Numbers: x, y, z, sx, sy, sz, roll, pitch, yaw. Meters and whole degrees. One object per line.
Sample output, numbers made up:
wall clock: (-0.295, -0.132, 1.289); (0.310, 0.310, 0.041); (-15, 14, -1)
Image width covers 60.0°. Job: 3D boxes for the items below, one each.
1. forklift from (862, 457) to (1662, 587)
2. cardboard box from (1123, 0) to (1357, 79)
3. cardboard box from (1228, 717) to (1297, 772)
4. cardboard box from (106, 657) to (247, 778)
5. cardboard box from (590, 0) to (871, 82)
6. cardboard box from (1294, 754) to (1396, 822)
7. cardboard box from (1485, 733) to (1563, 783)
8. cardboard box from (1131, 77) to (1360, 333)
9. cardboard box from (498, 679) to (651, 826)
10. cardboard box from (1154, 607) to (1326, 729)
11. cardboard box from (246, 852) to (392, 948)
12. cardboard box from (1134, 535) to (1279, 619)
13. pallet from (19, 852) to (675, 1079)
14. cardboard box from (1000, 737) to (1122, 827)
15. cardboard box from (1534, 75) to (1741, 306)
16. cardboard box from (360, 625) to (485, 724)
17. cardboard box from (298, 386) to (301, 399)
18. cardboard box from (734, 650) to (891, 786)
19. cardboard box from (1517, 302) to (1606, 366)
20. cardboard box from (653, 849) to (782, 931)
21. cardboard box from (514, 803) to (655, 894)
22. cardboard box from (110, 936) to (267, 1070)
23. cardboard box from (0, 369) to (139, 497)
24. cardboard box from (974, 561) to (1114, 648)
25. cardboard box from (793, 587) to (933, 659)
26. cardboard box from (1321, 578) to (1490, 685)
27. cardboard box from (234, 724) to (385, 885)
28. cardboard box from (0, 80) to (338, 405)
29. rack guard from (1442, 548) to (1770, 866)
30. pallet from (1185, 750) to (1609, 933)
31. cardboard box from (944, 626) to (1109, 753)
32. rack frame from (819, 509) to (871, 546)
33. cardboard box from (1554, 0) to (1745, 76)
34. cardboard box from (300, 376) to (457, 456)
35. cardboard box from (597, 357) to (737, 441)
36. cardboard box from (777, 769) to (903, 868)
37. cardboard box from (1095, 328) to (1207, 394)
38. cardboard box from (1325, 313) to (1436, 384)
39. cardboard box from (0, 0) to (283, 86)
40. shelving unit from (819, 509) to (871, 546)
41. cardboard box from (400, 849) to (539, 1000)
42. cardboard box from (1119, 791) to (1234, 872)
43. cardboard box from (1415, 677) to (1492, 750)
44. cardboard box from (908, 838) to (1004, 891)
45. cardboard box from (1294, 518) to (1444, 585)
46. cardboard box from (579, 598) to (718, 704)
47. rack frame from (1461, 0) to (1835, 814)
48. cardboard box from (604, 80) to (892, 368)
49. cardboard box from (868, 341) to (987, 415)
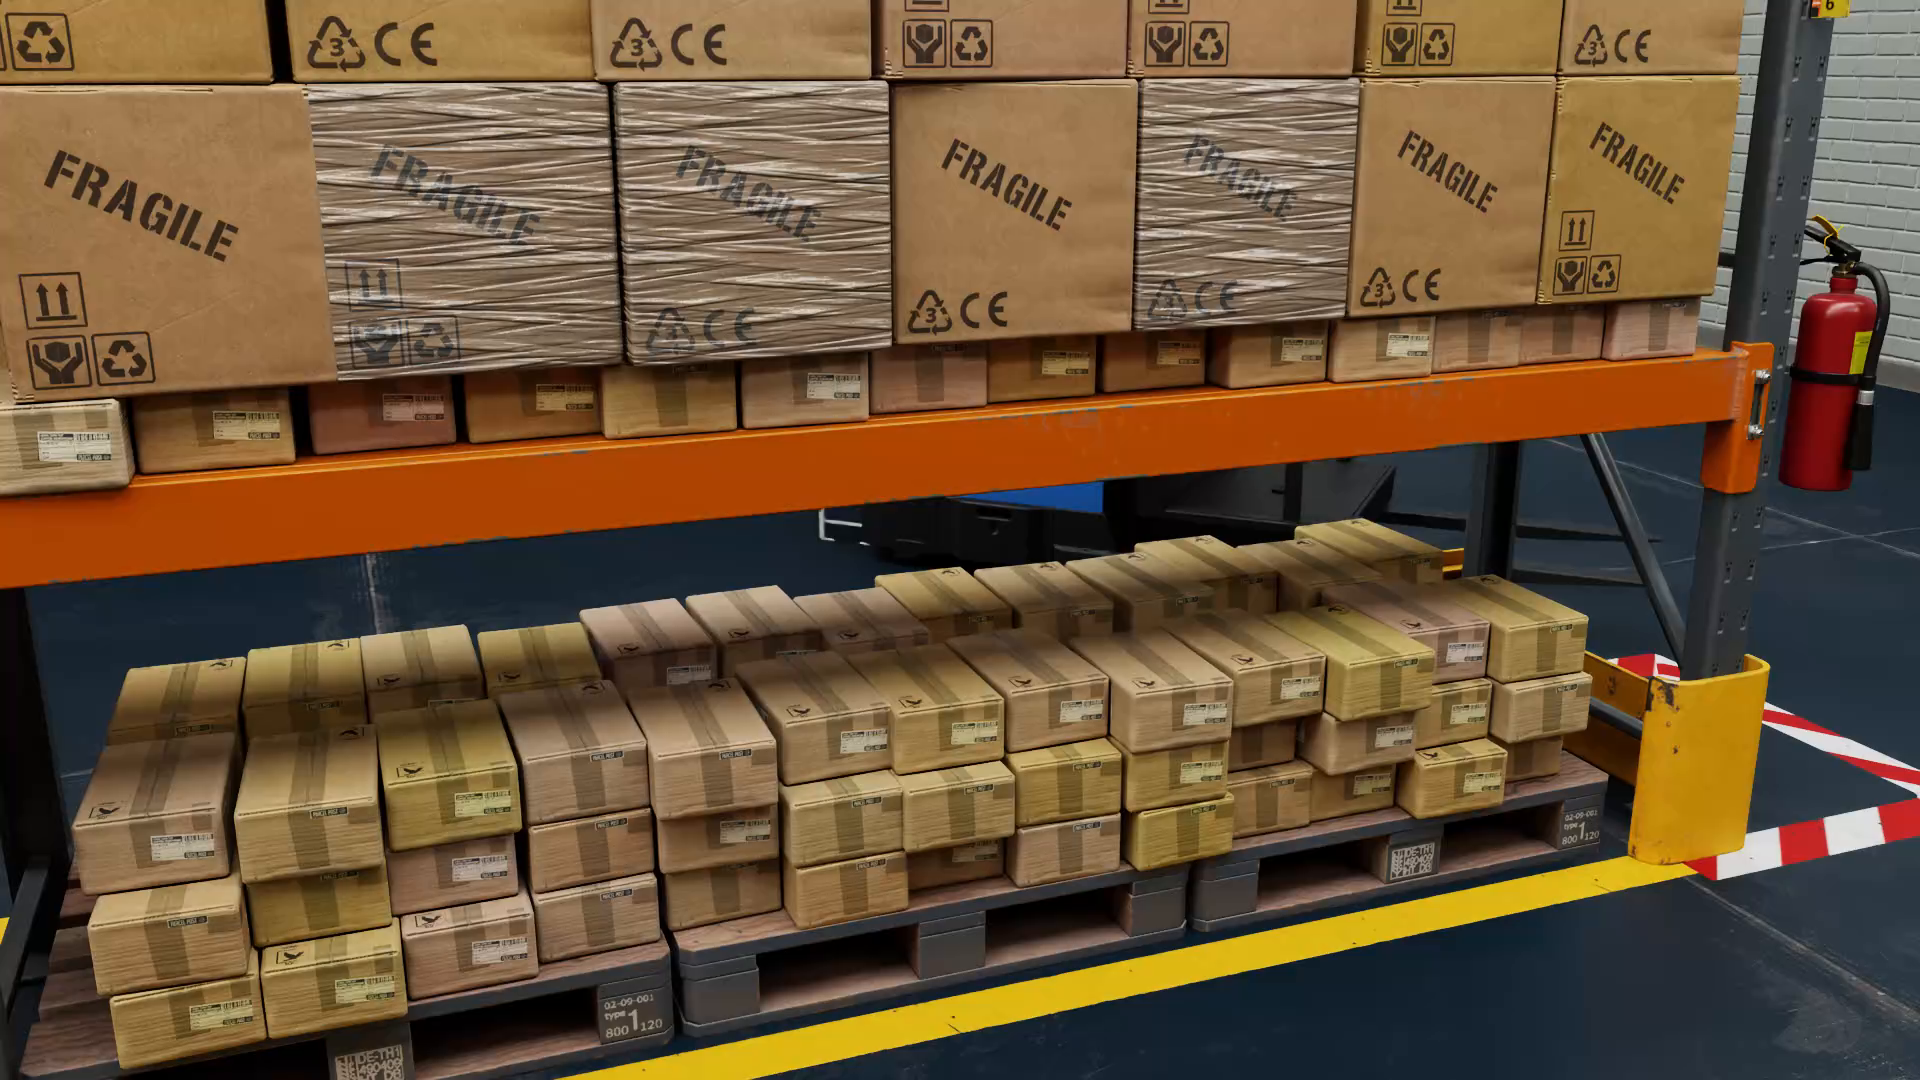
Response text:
forklift: (1.162, -1.291, 6.292); (3.031, 2.935, 1.130); (7, 18, 22)
cardboard box: (0.492, -1.231, 3.488); (0.500, 0.500, 0.500); (-5, 17, -17)
cardboard box: (0.622, 0.426, 4.109); (0.250, 0.149, 0.380); (-6, 18, -21)
cardboard box: (-1.711, 0.401, 3.666); (0.250, 0.149, 0.380); (-6, 17, -18)
cardboard box: (-0.481, -1.126, 3.129); (0.500, 0.500, 0.500); (-6, 17, -19)
cardboard box: (0.887, 0.552, 4.208); (0.250, 0.149, 0.380); (-6, 17, -20)
cardboard box: (1.369, 0.496, 4.401); (0.250, 0.149, 0.380); (-6, 17, -19)
cardboard box: (0.505, -0.752, 3.630); (0.500, 0.500, 0.500); (-6, 17, -20)
cardboard box: (-0.822, 0.443, 3.526); (0.250, 0.149, 0.380); (-7, 18, -22)
cardboard box: (0.666, 0.302, 4.006); (0.250, 0.149, 0.380); (-7, 18, -22)
cardboard box: (-1.293, 0.647, 3.358); (0.250, 0.149, 0.380); (-6, 17, -20)
cardboard box: (0.679, 0.117, 4.635); (0.250, 0.149, 0.380); (-6, 17, -20)
pallet: (-1.335, 0.886, 3.707); (1.213, 0.211, 1.003); (-6, 17, -20)
cardboard box: (0.185, 0.503, 3.849); (0.250, 0.149, 0.380); (-5, 17, -17)
cardboard box: (1.458, -0.856, 3.985); (0.500, 0.500, 0.500); (-6, 17, -19)
cardboard box: (-1.256, 0.338, 3.881); (0.250, 0.149, 0.380); (-6, 18, -21)
cardboard box: (-1.565, -0.400, 3.582); (0.250, 0.149, 0.380); (-7, 18, -22)
cardboard box: (-0.330, 0.389, 3.708); (0.250, 0.149, 0.380); (-7, 18, -22)
cardboard box: (1.336, -0.536, 4.044); (0.250, 0.149, 0.380); (-6, 17, -20)
cardboard box: (-0.575, 0.698, 3.711); (0.250, 0.149, 0.380); (-7, 18, -22)
cardboard box: (-0.825, 0.586, 3.564); (0.250, 0.149, 0.380); (-7, 18, -23)
cardboard box: (-1.495, 0.839, 3.232); (0.250, 0.149, 0.380); (-7, 18, -22)
cardboard box: (-1.568, -0.197, 2.892); (0.250, 0.149, 0.380); (-5, 17, -18)
cardboard box: (0.215, 0.189, 4.389); (0.250, 0.149, 0.380); (-5, 17, -18)
cardboard box: (-0.248, 0.254, 4.167); (0.250, 0.149, 0.380); (-6, 17, -20)
cardboard box: (1.127, 0.233, 4.241); (0.250, 0.149, 0.380); (-6, 17, -19)
cardboard box: (-1.276, 0.513, 3.285); (0.250, 0.149, 0.380); (-5, 17, -17)
cardboard box: (-1.397, -0.550, 2.941); (0.500, 0.500, 0.500); (-6, 18, -21)
rack guard: (1.714, 0.429, 4.752); (0.348, 0.500, 1.175); (-6, 17, -20)
pallet: (0.943, 0.640, 4.545); (1.213, 0.211, 1.003); (-6, 17, -20)
cardboard box: (0.149, 0.341, 3.873); (0.250, 0.149, 0.380); (-7, 18, -22)
rack frame: (-0.486, -0.567, 6.899); (0.240, 1.200, 0.015); (7, 18, 22)
cardboard box: (1.447, -1.337, 3.849); (0.500, 0.500, 0.500); (-7, 18, -21)
cardboard box: (-1.123, -0.283, 3.186); (0.250, 0.149, 0.380); (-7, 18, -23)
cardboard box: (-0.608, -0.317, 3.302); (0.250, 0.149, 0.380); (-6, 17, -19)
cardboard box: (-0.301, 0.556, 3.667); (0.250, 0.149, 0.380); (-6, 18, -20)
cardboard box: (0.348, -0.444, 3.732); (0.250, 0.149, 0.380); (-7, 18, -22)
cardboard box: (0.878, -0.474, 3.836); (0.250, 0.149, 0.380); (-6, 17, -19)
cardboard box: (-1.441, -1.027, 2.792); (0.500, 0.500, 0.500); (-6, 17, -19)
shelving unit: (-0.389, -0.630, 7.114); (0.258, 1.200, 0.503); (7, 18, 22)
cardboard box: (-1.033, 0.773, 3.455); (0.250, 0.149, 0.380); (-6, 17, -20)
cardboard box: (0.445, 0.623, 3.968); (0.250, 0.149, 0.380); (-7, 18, -23)
cardboard box: (1.131, 0.386, 4.248); (0.250, 0.149, 0.380); (-7, 18, -21)
cardboard box: (-0.080, 0.651, 3.872); (0.250, 0.149, 0.380); (-6, 17, -19)
cardboard box: (1.175, 0.066, 4.809); (0.250, 0.149, 0.380); (-7, 18, -23)
cardboard box: (-0.766, 0.281, 4.076); (0.250, 0.149, 0.380); (-7, 18, -23)
rack frame: (1.785, -0.778, 4.426); (0.127, 3.000, 1.000); (-6, 17, -20)
cardboard box: (-0.454, -0.643, 3.257); (0.500, 0.500, 0.500); (-7, 18, -21)
cardboard box: (-0.122, -0.382, 3.521); (0.250, 0.149, 0.380); (-5, 17, -18)
